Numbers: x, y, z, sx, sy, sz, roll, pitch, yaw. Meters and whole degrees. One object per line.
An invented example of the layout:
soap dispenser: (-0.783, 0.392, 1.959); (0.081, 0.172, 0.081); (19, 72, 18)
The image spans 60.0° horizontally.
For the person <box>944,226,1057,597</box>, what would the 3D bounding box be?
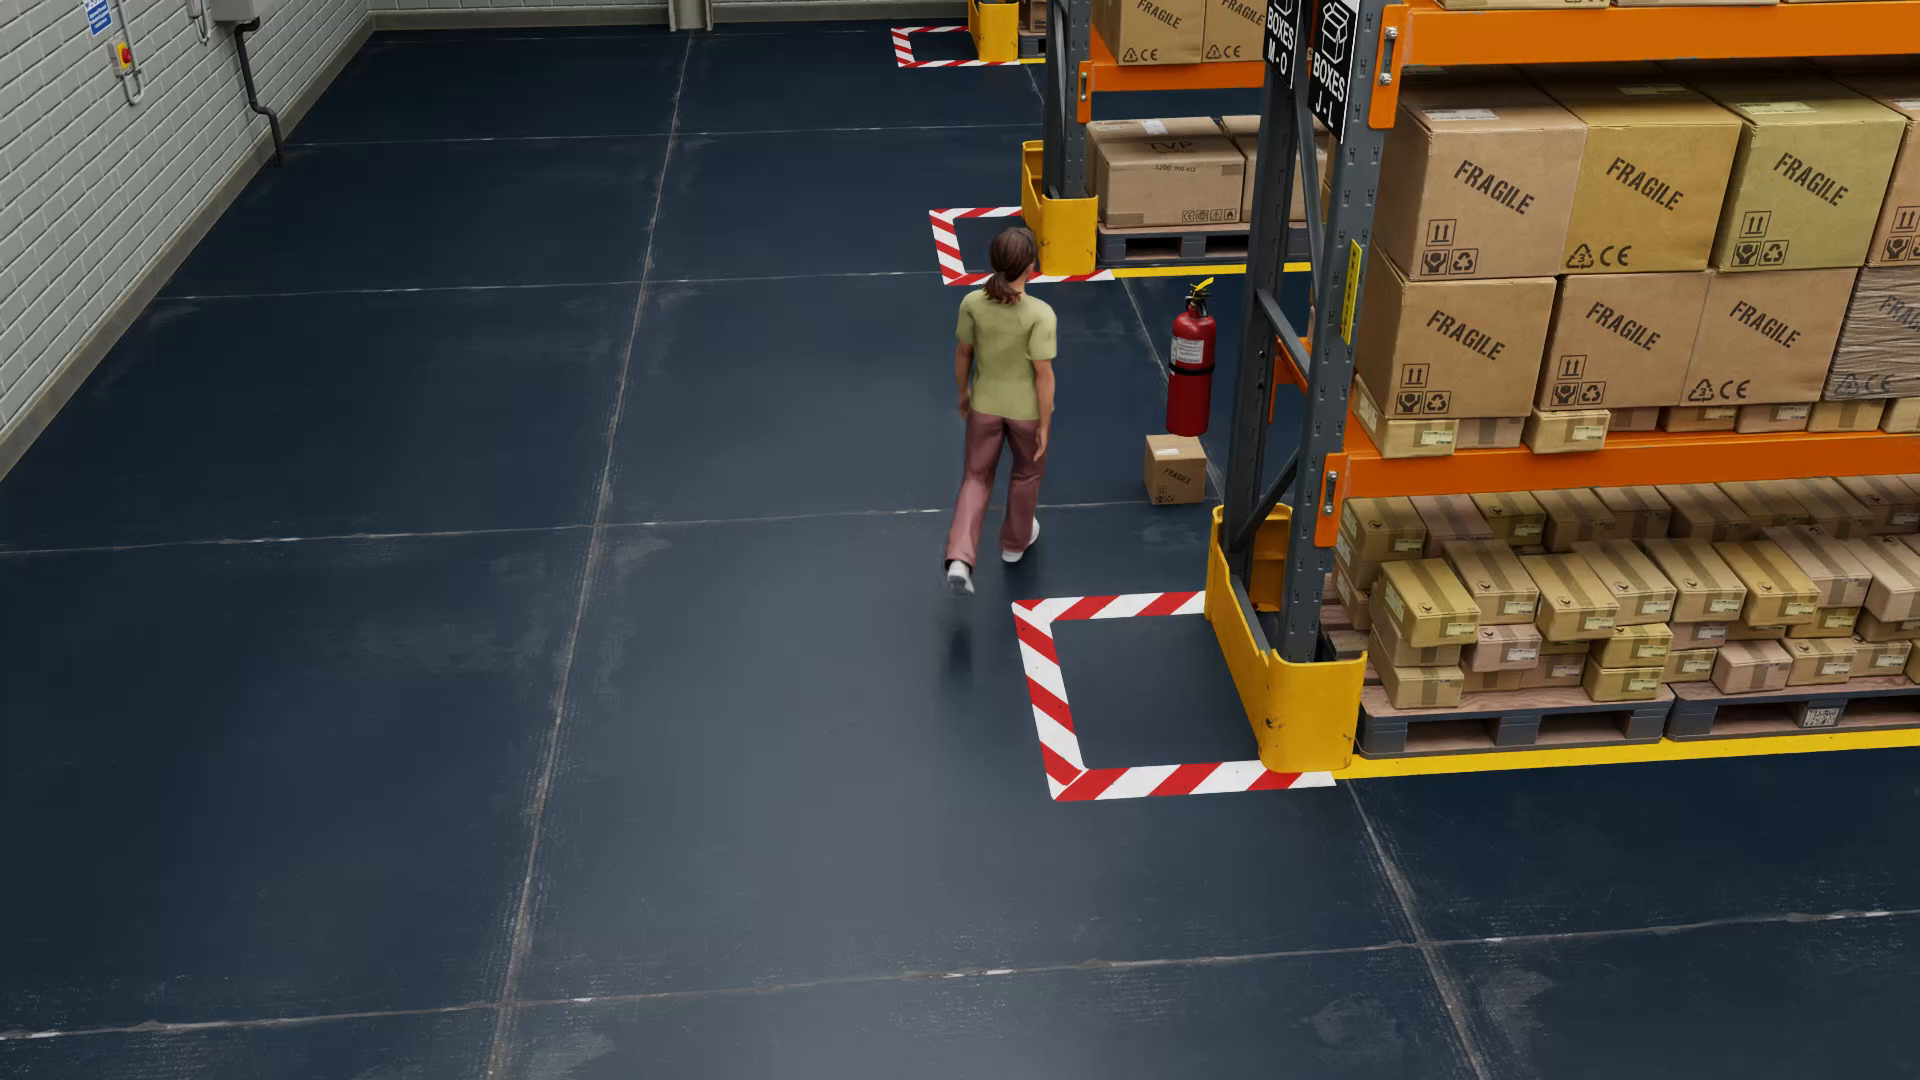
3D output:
person: (0.182, -0.529, 6.999); (0.469, 1.642, 0.877); (10, 33, 15)
